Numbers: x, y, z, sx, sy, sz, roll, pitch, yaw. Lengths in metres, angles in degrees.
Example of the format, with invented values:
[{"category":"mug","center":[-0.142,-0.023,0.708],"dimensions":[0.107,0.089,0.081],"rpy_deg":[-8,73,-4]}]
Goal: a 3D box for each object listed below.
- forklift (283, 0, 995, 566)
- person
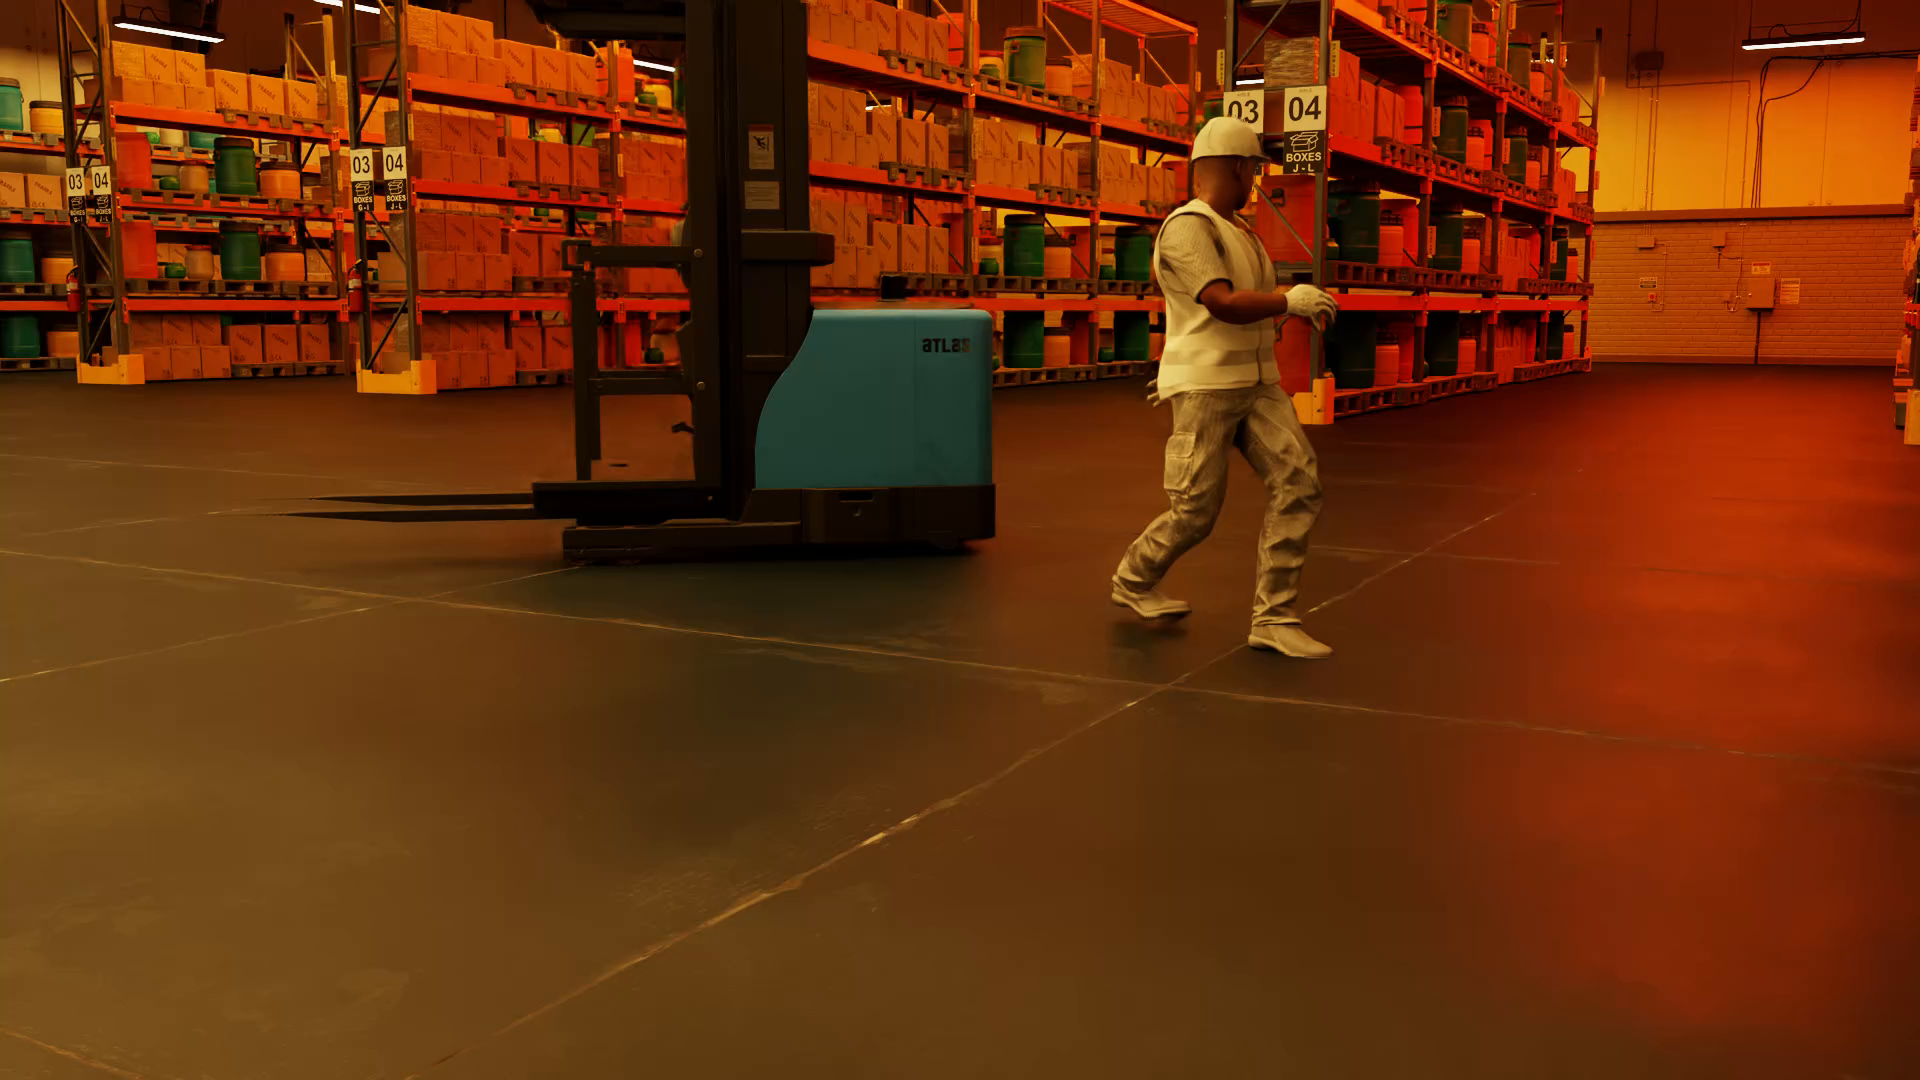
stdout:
[{"category":"forklift","center":[-1.408,-1.421,7.391],"dimensions":[3.031,2.935,1.130],"rpy_deg":[-1,8,-10]},{"category":"person","center":[0.844,-0.502,5.387],"dimensions":[0.583,1.698,0.944],"rpy_deg":[-7,11,-43]}]
